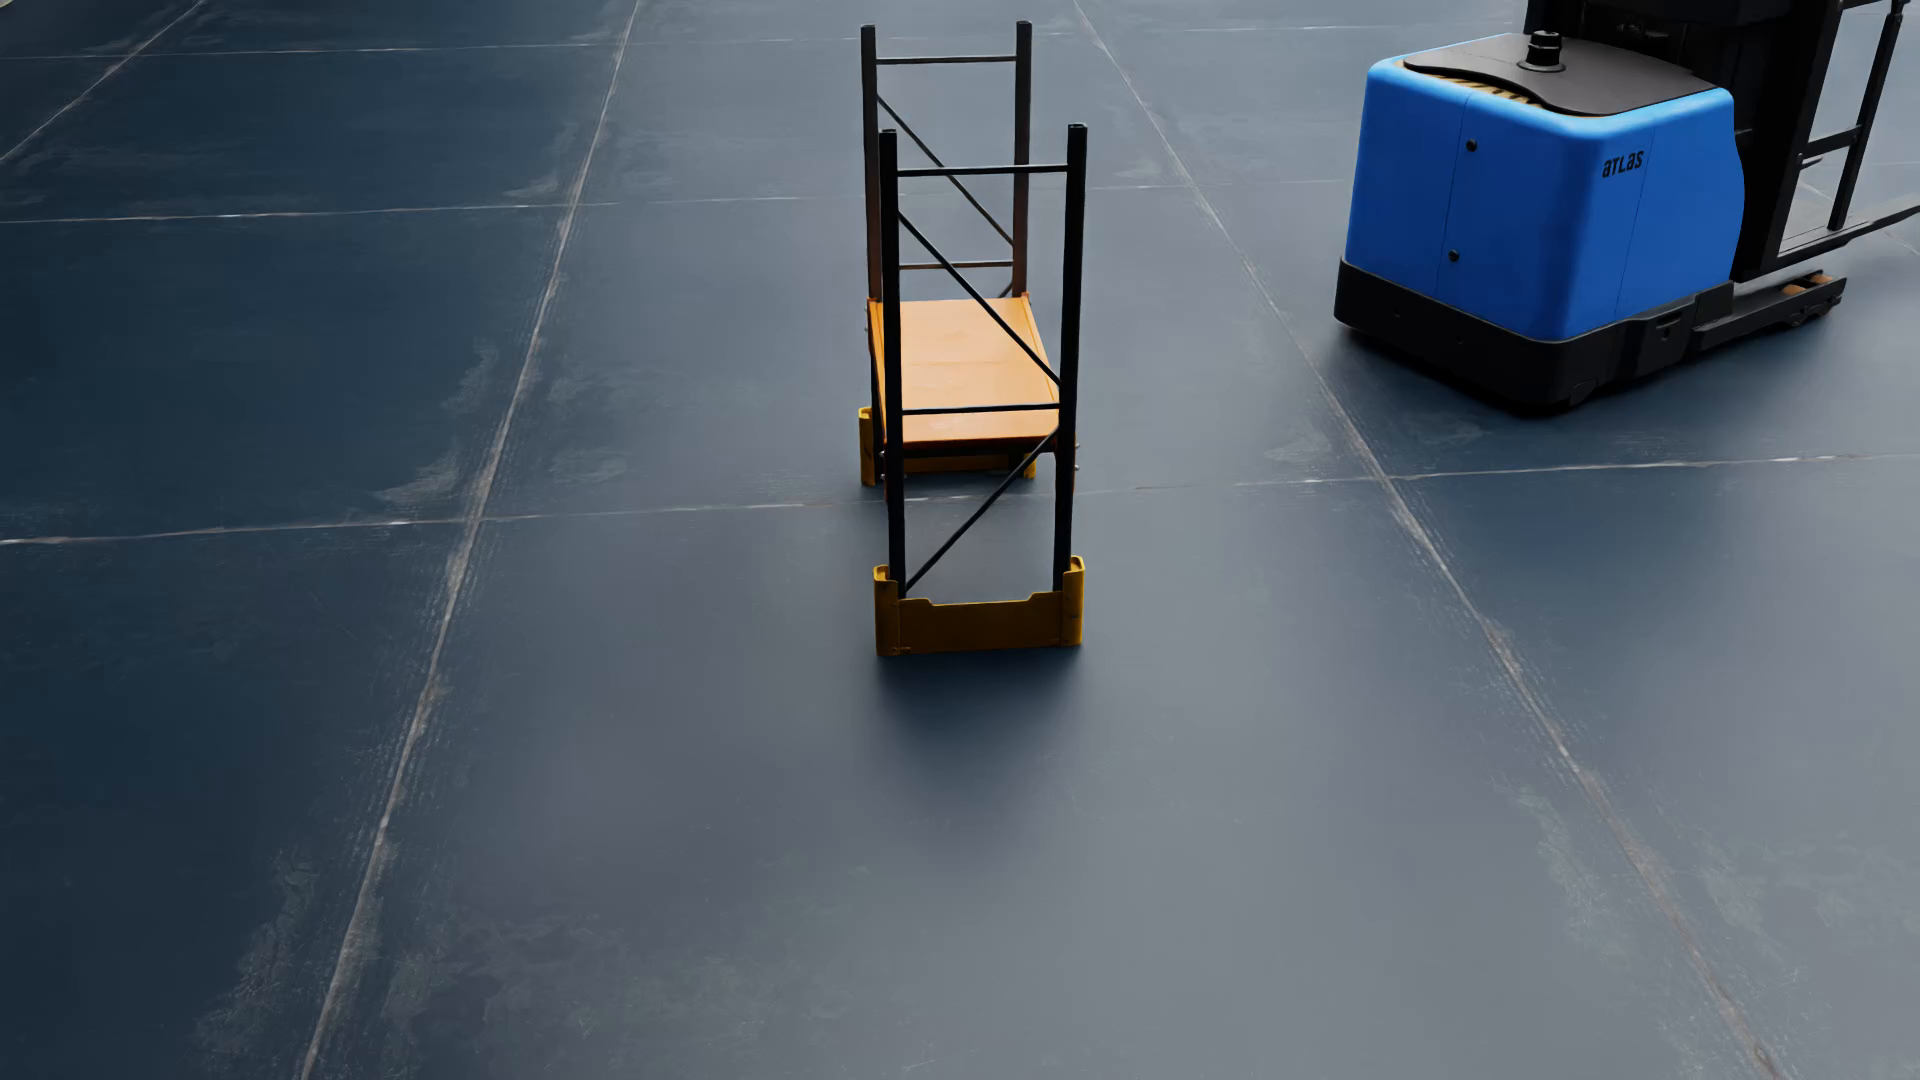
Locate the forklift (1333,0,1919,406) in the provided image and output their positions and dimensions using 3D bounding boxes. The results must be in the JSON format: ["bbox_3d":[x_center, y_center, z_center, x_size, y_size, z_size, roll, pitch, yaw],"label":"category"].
[{"bbox_3d":[2.985,-2.318,6.273,3.031,2.935,1.130,-20,36,-29],"label":"forklift"}]

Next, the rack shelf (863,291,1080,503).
[{"bbox_3d":[0.008,-0.446,4.885,0.538,0.185,1.000,-3,31,-5],"label":"rack shelf"}]

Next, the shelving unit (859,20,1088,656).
[{"bbox_3d":[0.007,-0.605,4.800,0.587,1.500,1.083,-3,31,-5],"label":"shelving unit"}]

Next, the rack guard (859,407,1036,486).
[{"bbox_3d":[-0.039,-0.323,5.546,0.587,0.250,0.087,-3,31,-5],"label":"rack guard"}]

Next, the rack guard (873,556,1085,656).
[{"bbox_3d":[0.054,0.186,4.695,0.587,0.250,0.087,-3,31,-5],"label":"rack guard"}]

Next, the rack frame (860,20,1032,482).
[{"bbox_3d":[-0.040,-0.860,5.227,0.500,1.500,0.032,-3,31,-5],"label":"rack frame"}]

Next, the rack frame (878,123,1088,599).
[{"bbox_3d":[0.055,-0.341,4.358,0.500,1.500,0.032,-3,31,-5],"label":"rack frame"}]
